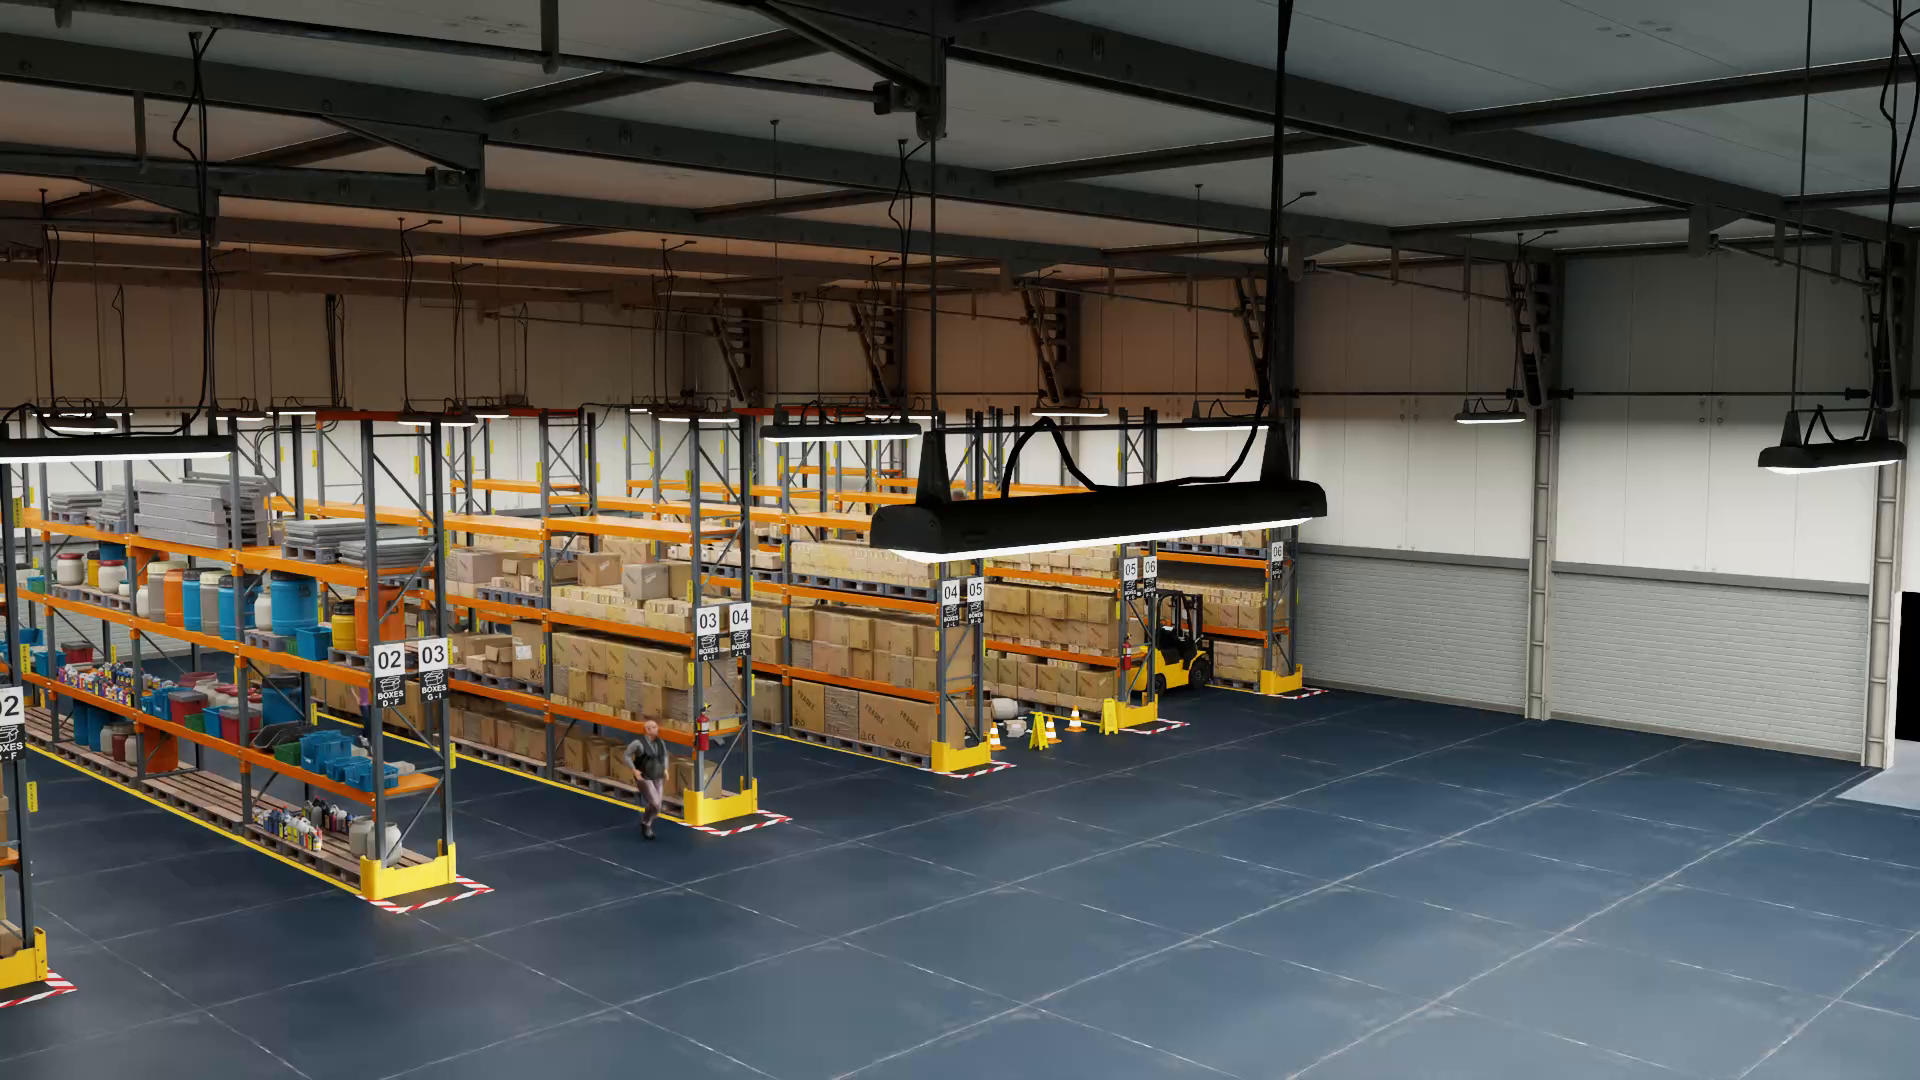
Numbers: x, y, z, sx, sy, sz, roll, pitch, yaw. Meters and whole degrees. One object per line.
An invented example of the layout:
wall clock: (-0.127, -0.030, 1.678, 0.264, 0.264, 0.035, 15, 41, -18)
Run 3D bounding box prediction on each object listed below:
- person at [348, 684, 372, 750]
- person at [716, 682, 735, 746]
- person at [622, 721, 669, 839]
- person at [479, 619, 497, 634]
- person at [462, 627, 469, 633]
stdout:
person: (-10.433, 2.919, 29.312, 0.805, 1.602, 0.534, 5, 7, 42)
person: (-4.280, 2.839, 29.937, 0.684, 1.699, 0.548, 4, 7, 41)
person: (-4.367, 3.401, 23.541, 0.599, 1.685, 0.678, 5, 7, 43)
person: (-11.726, 1.877, 41.213, 0.605, 1.615, 0.546, 2, 6, 23)
person: (-9.816, 2.555, 33.333, 0.547, 1.629, 0.554, 4, 7, 41)
